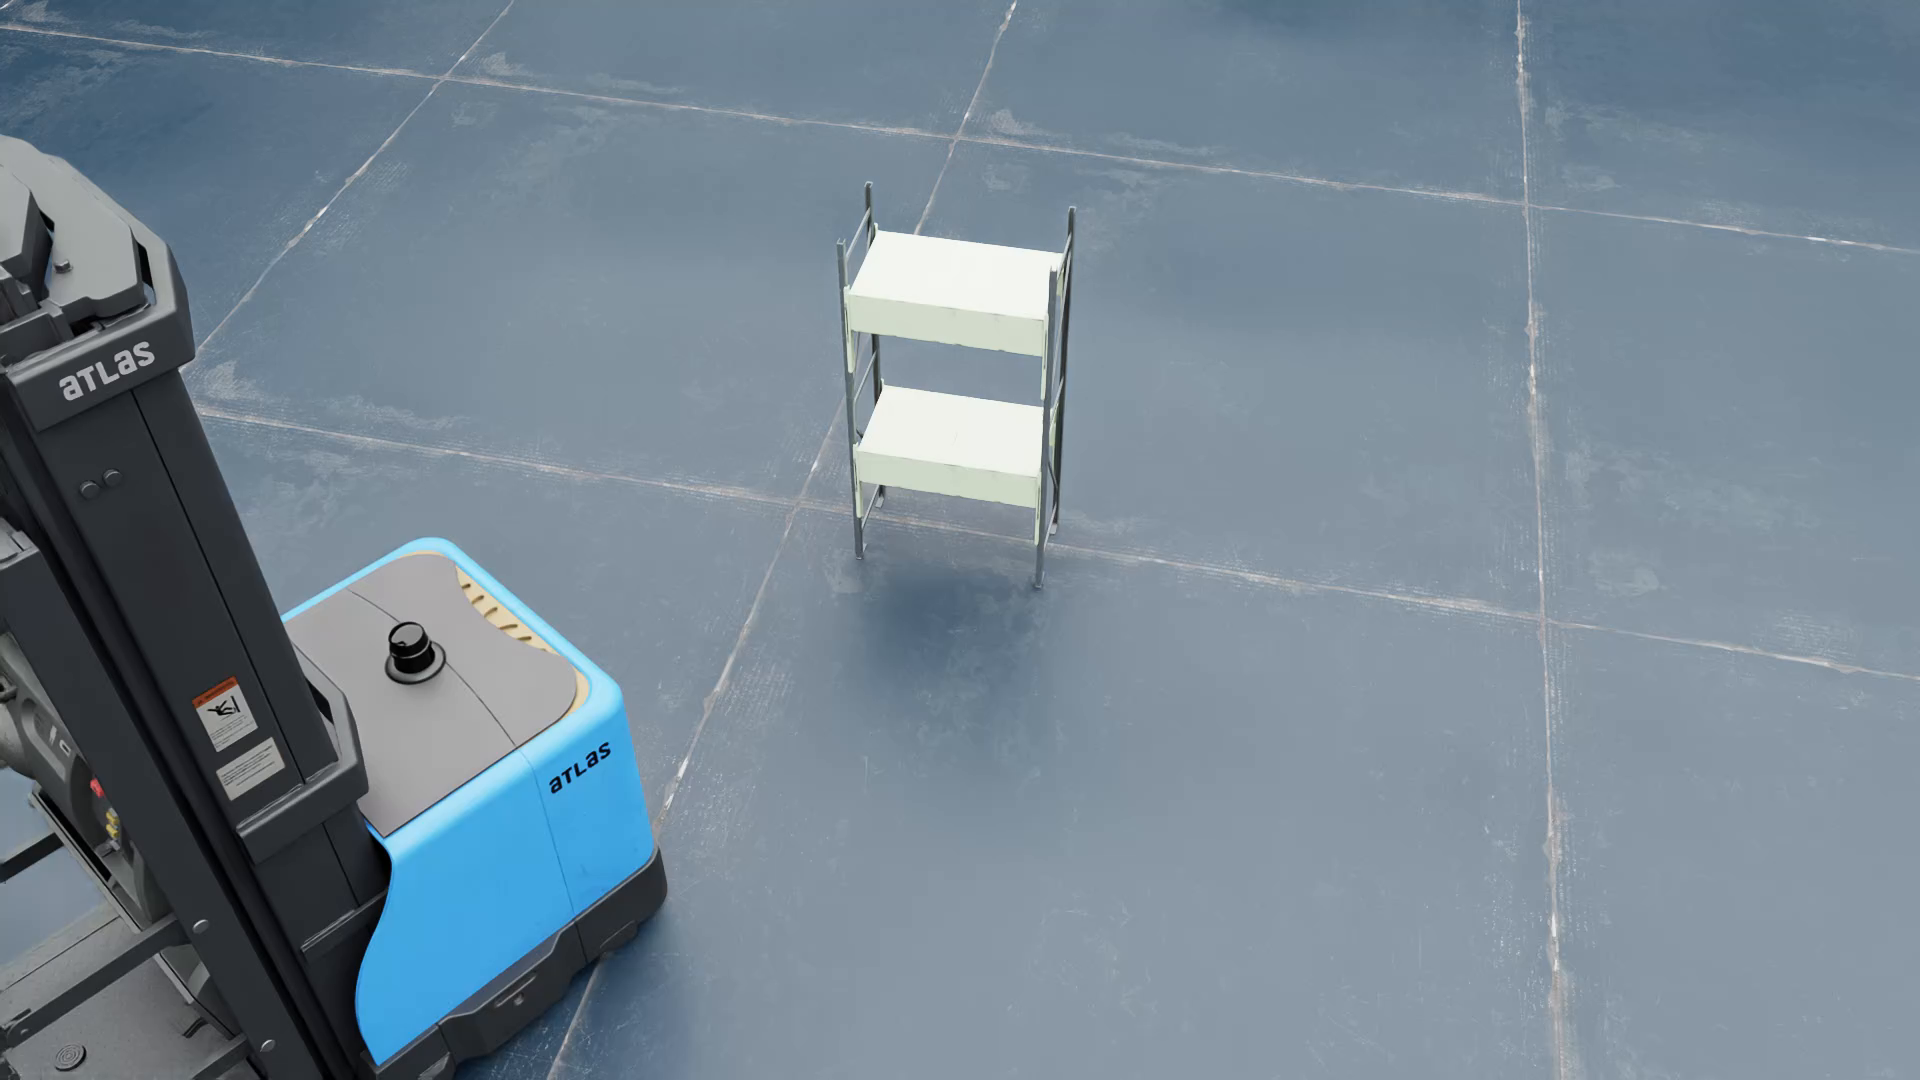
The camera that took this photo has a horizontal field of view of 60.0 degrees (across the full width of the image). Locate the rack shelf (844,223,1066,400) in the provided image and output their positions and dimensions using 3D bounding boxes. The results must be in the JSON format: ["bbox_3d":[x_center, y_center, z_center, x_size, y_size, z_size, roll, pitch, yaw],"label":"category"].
[{"bbox_3d":[-0.007,-0.823,5.960,0.720,0.370,0.431,9,45,9],"label":"rack shelf"}]

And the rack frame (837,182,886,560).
[{"bbox_3d":[-0.364,-0.597,6.289,0.023,1.500,0.400,9,45,9],"label":"rack frame"}]

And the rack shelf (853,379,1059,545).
[{"bbox_3d":[-0.007,-0.306,6.457,0.720,0.370,0.431,9,45,9],"label":"rack shelf"}]

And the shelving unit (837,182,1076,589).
[{"bbox_3d":[-0.007,-0.541,6.231,0.755,1.500,0.431,9,45,9],"label":"shelving unit"}]

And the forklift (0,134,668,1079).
[{"bbox_3d":[-2.343,0.650,3.961,1.130,2.935,3.031,34,53,30],"label":"forklift"}]

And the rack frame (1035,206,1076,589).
[{"bbox_3d":[0.351,-0.486,6.173,0.023,1.500,0.400,9,45,9],"label":"rack frame"}]
